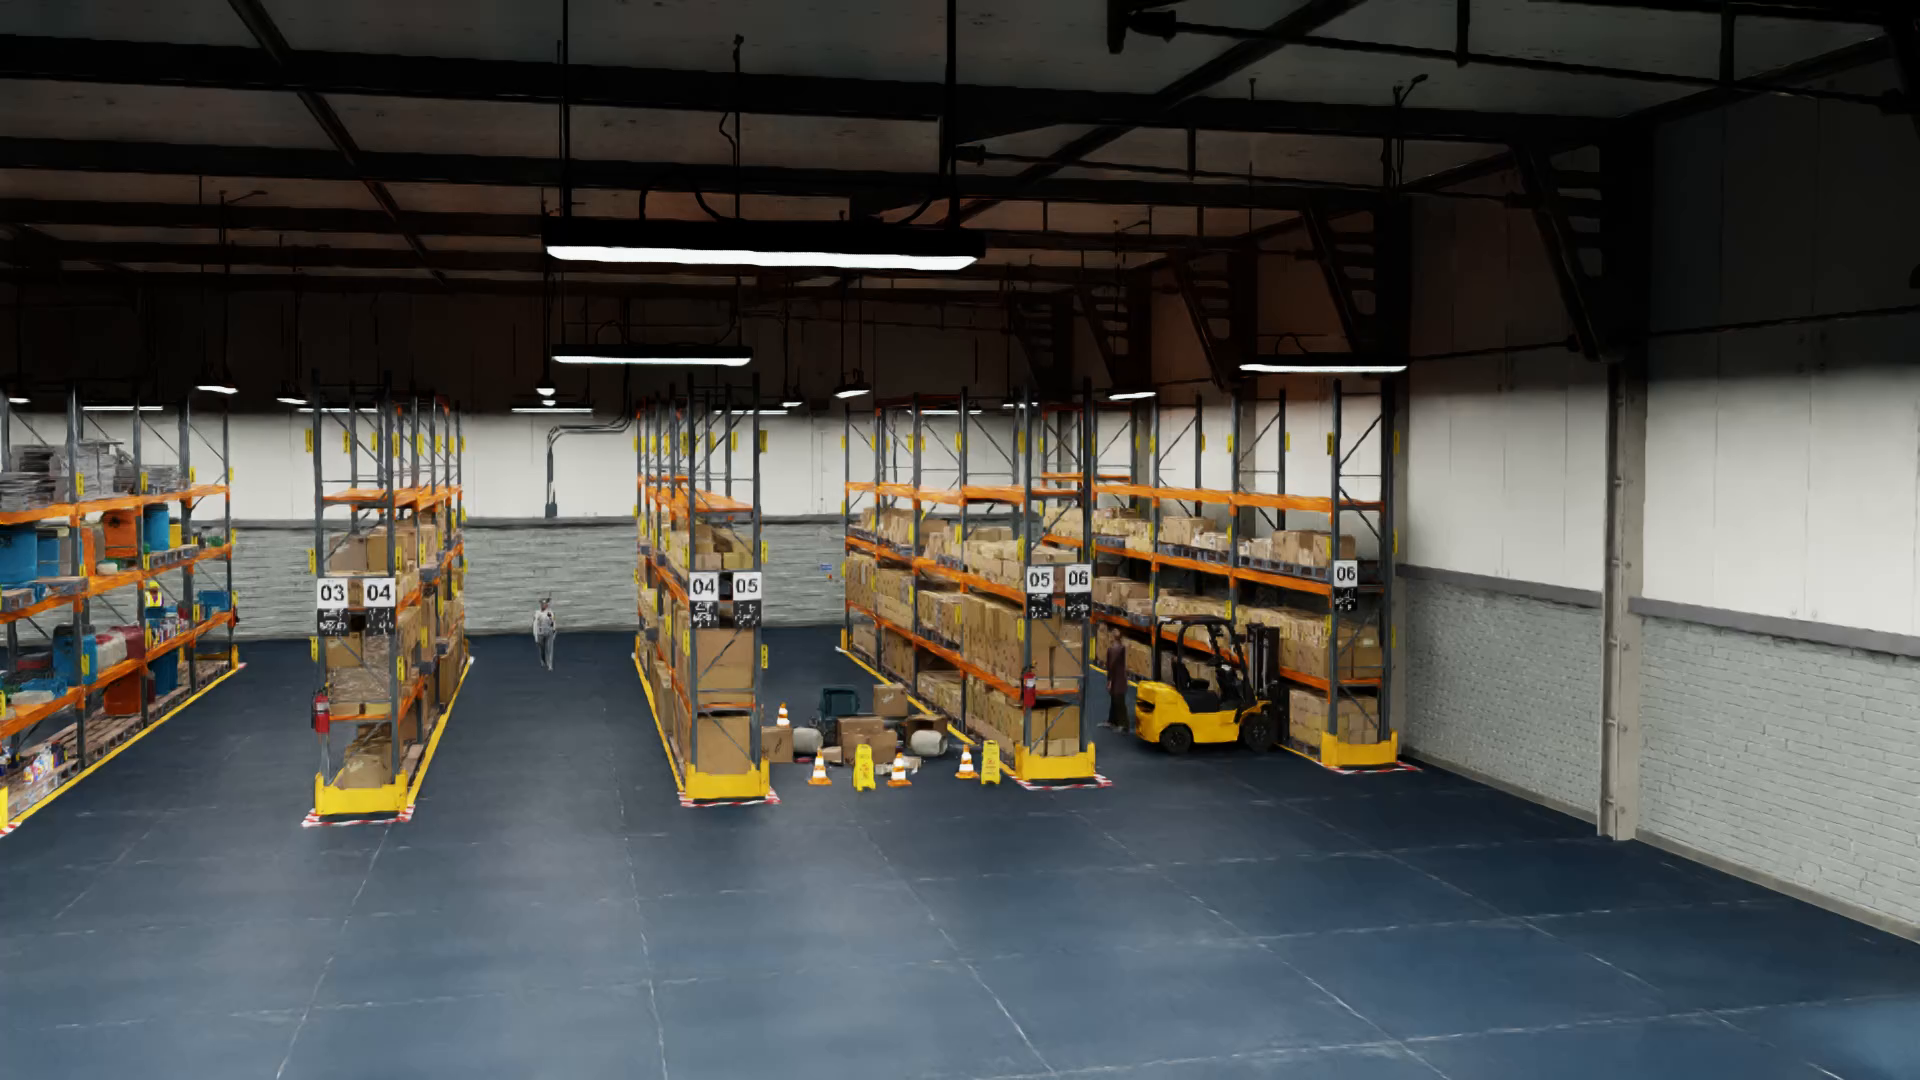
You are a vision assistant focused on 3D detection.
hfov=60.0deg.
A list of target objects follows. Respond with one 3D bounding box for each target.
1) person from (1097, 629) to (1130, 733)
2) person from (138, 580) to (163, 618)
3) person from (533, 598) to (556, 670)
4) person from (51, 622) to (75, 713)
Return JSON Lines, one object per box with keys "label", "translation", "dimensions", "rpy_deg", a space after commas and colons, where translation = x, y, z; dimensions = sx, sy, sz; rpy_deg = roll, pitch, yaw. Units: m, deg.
{"label": "person", "translation": [2.680, 2.430, 28.912], "dimensions": [0.630, 1.765, 0.675], "rpy_deg": [1, 3, 17]}
{"label": "person", "translation": [-19.354, 1.836, 39.742], "dimensions": [0.575, 1.756, 0.611], "rpy_deg": [3, 4, 40]}
{"label": "person", "translation": [-9.220, 2.060, 36.899], "dimensions": [0.495, 1.587, 1.086], "rpy_deg": [-1, 3, -11]}
{"label": "person", "translation": [-16.719, 2.368, 31.065], "dimensions": [0.556, 1.659, 0.597], "rpy_deg": [1, 3, 14]}
